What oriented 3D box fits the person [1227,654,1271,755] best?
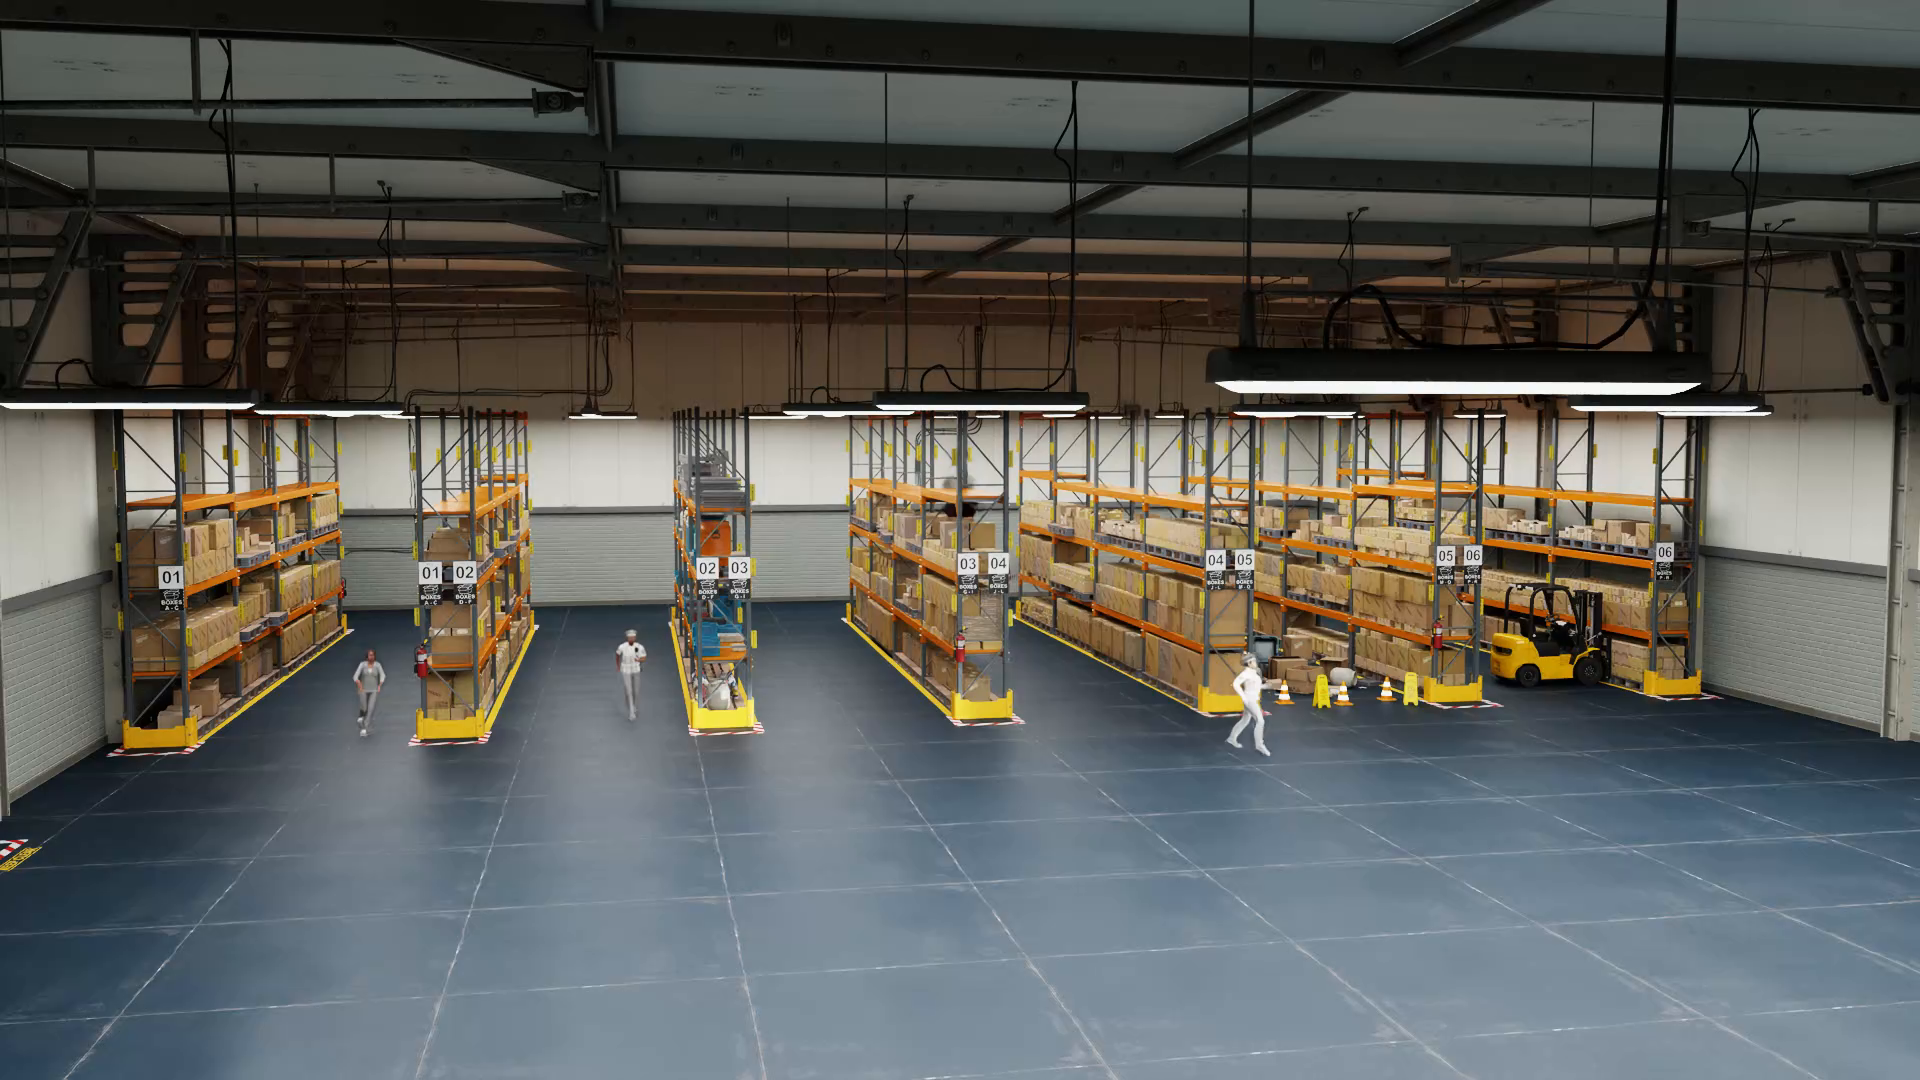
[{"bbox_3d":[5.000,2.826,28.761,0.780,1.747,0.589,1,4,18],"label":"person"}]

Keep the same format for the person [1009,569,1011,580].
[{"bbox_3d":[1.147,1.344,49.695,0.628,1.682,0.775,-1,4,-13],"label":"person"}]

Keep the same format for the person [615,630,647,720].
[{"bbox_3d":[-6.346,2.567,32.132,0.567,1.697,0.915,-1,4,-17],"label":"person"}]

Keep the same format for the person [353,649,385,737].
[{"bbox_3d":[-10.842,2.786,30.547,0.552,1.568,0.614,-2,5,-28],"label":"person"}]
